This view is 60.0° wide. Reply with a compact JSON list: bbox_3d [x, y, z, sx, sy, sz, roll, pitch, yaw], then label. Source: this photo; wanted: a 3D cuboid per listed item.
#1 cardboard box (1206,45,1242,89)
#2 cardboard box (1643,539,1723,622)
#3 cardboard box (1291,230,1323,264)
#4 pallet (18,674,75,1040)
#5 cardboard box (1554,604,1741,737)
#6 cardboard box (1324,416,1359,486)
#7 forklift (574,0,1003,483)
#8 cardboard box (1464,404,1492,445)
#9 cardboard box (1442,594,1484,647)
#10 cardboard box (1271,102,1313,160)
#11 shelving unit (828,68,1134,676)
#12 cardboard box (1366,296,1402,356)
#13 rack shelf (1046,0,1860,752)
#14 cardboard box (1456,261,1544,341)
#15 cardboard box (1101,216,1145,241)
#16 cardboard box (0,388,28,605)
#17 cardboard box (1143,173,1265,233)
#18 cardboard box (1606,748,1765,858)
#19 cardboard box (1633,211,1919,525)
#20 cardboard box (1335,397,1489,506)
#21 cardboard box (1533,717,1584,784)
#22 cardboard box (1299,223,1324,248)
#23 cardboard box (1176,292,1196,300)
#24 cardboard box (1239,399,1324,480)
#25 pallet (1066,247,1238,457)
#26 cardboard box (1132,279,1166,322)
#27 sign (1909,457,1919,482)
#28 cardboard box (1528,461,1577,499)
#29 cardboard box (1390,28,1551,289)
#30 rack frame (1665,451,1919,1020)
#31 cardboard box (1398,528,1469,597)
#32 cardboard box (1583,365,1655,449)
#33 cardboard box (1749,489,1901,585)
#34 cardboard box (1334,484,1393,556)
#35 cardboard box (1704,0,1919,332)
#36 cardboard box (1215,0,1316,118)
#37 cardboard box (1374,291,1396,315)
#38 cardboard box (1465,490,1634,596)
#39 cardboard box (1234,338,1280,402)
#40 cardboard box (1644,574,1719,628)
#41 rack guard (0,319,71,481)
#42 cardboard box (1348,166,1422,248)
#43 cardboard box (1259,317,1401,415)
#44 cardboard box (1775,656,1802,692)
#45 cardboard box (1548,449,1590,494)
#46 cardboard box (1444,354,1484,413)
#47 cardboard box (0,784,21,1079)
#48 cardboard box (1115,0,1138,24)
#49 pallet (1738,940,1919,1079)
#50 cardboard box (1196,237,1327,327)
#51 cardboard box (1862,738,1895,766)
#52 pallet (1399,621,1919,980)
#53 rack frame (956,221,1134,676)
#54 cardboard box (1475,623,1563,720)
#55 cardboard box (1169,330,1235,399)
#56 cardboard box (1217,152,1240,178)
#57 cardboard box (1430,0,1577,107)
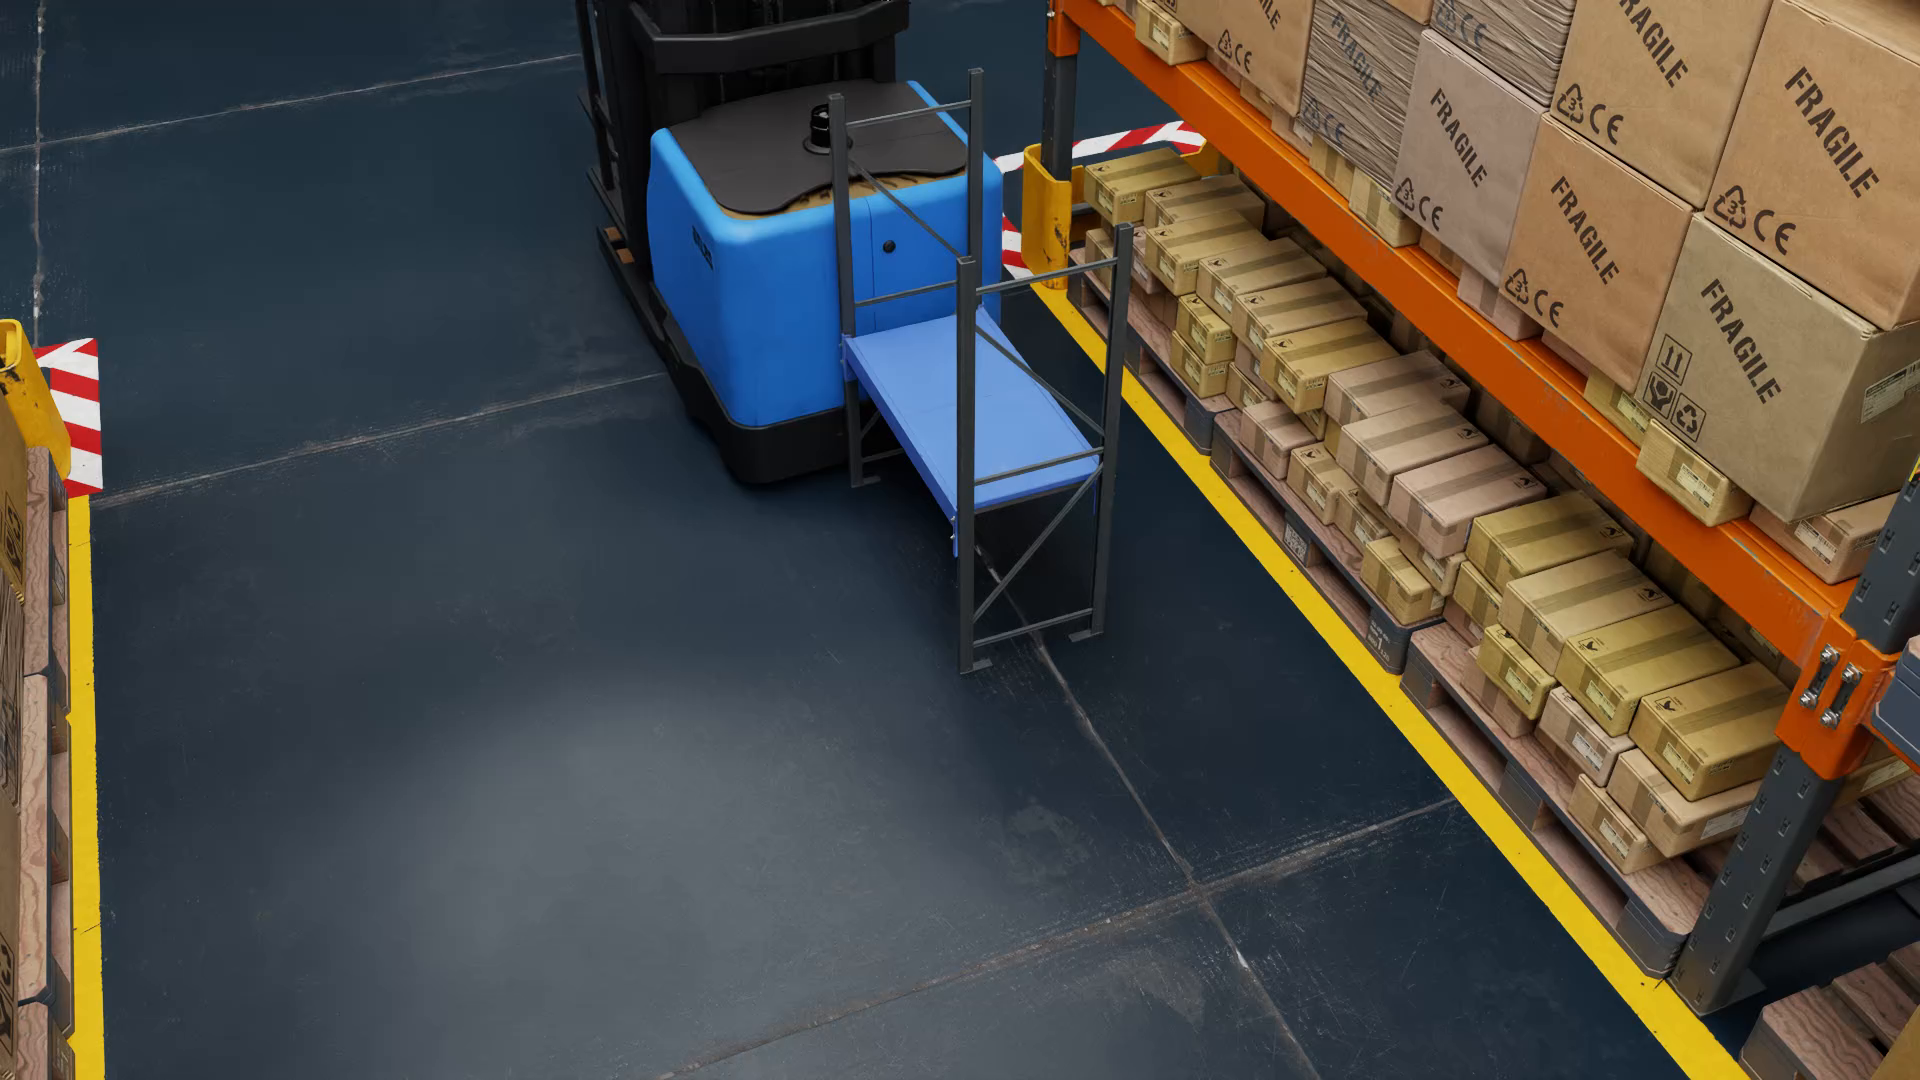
[{"bbox_3d":[1.055,-1.654,5.566,0.380,0.149,0.250,-13,42,-15],"label":"cardboard box"},{"bbox_3d":[2.216,0.059,4.789,0.380,0.149,0.250,-16,43,-17],"label":"cardboard box"},{"bbox_3d":[1.485,-1.099,6.363,0.380,0.149,0.250,-17,43,-19],"label":"cardboard box"},{"bbox_3d":[-2.961,0.963,4.469,1.003,0.211,1.213,-15,43,-17],"label":"pallet"},{"bbox_3d":[1.838,0.345,4.456,0.380,0.149,0.250,-15,43,-16],"label":"cardboard box"},{"bbox_3d":[1.434,-0.338,5.479,0.380,0.149,0.250,-13,42,-15],"label":"cardboard box"},{"bbox_3d":[-0.896,-2.274,6.147,1.130,2.935,3.031,-16,43,-18],"label":"forklift"},{"bbox_3d":[1.907,-0.472,5.635,0.380,0.149,0.250,-15,43,-16],"label":"cardboard box"},{"bbox_3d":[1.713,0.204,5.077,0.380,0.149,0.250,-16,43,-18],"label":"cardboard box"},{"bbox_3d":[1.204,-1.329,5.188,0.380,0.149,0.250,-16,43,-18],"label":"cardboard box"},{"bbox_3d":[0.033,-0.517,5.201,0.538,1.500,1.048,-15,43,-17],"label":"shelving unit"},{"bbox_3d":[1.695,-0.790,6.004,0.380,0.149,0.250,-14,43,-16],"label":"cardboard box"},{"bbox_3d":[1.584,-0.989,5.152,1.077,0.370,4.000,-15,43,-17],"label":"rack shelf"},{"bbox_3d":[1.570,-0.697,4.453,0.380,0.149,0.250,-17,43,-19],"label":"cardboard box"},{"bbox_3d":[0.782,-1.278,6.572,0.380,0.149,0.250,-13,42,-15],"label":"cardboard box"},{"bbox_3d":[-3.484,-0.278,5.081,0.875,0.875,0.875,-15,43,-17],"label":"cardboard box"},{"bbox_3d":[0.922,-1.234,6.293,0.380,0.149,0.250,-14,43,-16],"label":"cardboard box"},{"bbox_3d":[1.935,0.641,4.340,0.380,0.149,0.250,-14,43,-16],"label":"cardboard box"},{"bbox_3d":[1.903,-0.429,3.643,0.500,0.500,0.500,-15,43,-17],"label":"cardboard box"},{"bbox_3d":[1.406,-0.278,5.181,0.380,0.149,0.250,-17,43,-18],"label":"cardboard box"},{"bbox_3d":[1.862,0.536,4.691,0.380,0.149,0.250,-14,43,-16],"label":"cardboard box"},{"bbox_3d":[1.515,-1.225,6.282,0.380,0.149,0.250,-16,43,-18],"label":"cardboard box"},{"bbox_3d":[1.010,-0.974,6.218,0.380,0.149,0.250,-15,43,-16],"label":"cardboard box"},{"bbox_3d":[1.198,-0.382,5.758,0.380,0.149,0.250,-17,44,-19],"label":"cardboard box"},{"bbox_3d":[1.126,-0.866,6.595,1.003,0.211,1.213,-15,43,-17],"label":"pallet"},{"bbox_3d":[0.899,-1.013,6.491,0.380,0.149,0.250,-15,43,-17],"label":"cardboard box"},{"bbox_3d":[1.851,-0.246,3.071,0.100,0.325,0.005,-15,43,-17],"label":"sign"},{"bbox_3d":[2.016,-0.149,5.259,0.380,0.149,0.250,-13,42,-15],"label":"cardboard box"},{"bbox_3d":[1.517,-1.042,4.356,0.500,0.500,0.500,-15,43,-17],"label":"cardboard box"},{"bbox_3d":[2.349,-0.057,3.516,1.000,3.000,0.127,-15,43,-17],"label":"rack frame"},{"bbox_3d":[1.580,0.000,5.086,0.380,0.149,0.250,-14,43,-16],"label":"cardboard box"},{"bbox_3d":[1.778,-0.380,4.084,0.380,0.149,0.250,-13,42,-15],"label":"cardboard box"},{"bbox_3d":[2.024,-0.076,3.730,0.380,0.149,0.250,-16,43,-17],"label":"cardboard box"},{"bbox_3d":[1.451,-0.084,5.412,0.380,0.149,0.250,-14,43,-16],"label":"cardboard box"},{"bbox_3d":[1.920,-0.803,3.311,0.500,0.500,0.500,-17,43,-18],"label":"cardboard box"},{"bbox_3d":[1.140,-1.664,5.080,0.500,0.500,0.500,-15,43,-16],"label":"cardboard box"},{"bbox_3d":[1.710,-0.905,5.910,0.380,0.149,0.250,-14,43,-15],"label":"cardboard box"},{"bbox_3d":[1.709,0.021,4.833,0.380,0.149,0.250,-14,43,-15],"label":"cardboard box"},{"bbox_3d":[1.197,-0.656,5.849,0.380,0.149,0.250,-17,44,-19],"label":"cardboard box"},{"bbox_3d":[2.200,0.186,4.870,0.380,0.149,0.250,-15,43,-17],"label":"cardboard box"},{"bbox_3d":[-3.812,-0.357,5.782,1.175,0.500,0.348,-15,43,-17],"label":"rack guard"},{"bbox_3d":[1.359,-1.000,4.805,0.380,0.149,0.250,-14,43,-16],"label":"cardboard box"},{"bbox_3d":[1.227,-0.583,5.535,0.380,0.149,0.250,-14,43,-16],"label":"cardboard box"},{"bbox_3d":[2.409,0.380,4.416,0.380,0.149,0.250,-13,42,-15],"label":"cardboard box"},{"bbox_3d":[2.073,-0.266,5.167,0.380,0.149,0.250,-14,43,-16],"label":"cardboard box"},{"bbox_3d":[1.835,-0.568,5.518,0.380,0.149,0.250,-15,43,-17],"label":"cardboard box"},{"bbox_3d":[-2.795,0.806,3.820,0.875,0.875,0.875,-15,43,-17],"label":"cardboard box"},{"bbox_3d":[0.776,-1.952,5.912,0.380,0.149,0.250,-14,43,-15],"label":"cardboard box"},{"bbox_3d":[2.649,1.469,3.880,1.003,0.211,1.213,-15,43,-17],"label":"pallet"},{"bbox_3d":[1.071,-0.922,5.930,0.380,0.149,0.250,-17,44,-19],"label":"cardboard box"},{"bbox_3d":[2.506,0.453,4.559,0.380,0.149,0.250,-13,42,-15],"label":"cardboard box"},{"bbox_3d":[2.060,0.604,4.886,1.003,0.211,1.213,-15,43,-17],"label":"pallet"},{"bbox_3d":[0.227,-0.211,4.845,0.500,1.500,0.032,-15,43,-17],"label":"rack frame"},{"bbox_3d":[1.701,0.324,4.709,0.380,0.149,0.250,-17,43,-18],"label":"cardboard box"},{"bbox_3d":[0.997,-0.683,6.108,0.380,0.149,0.250,-15,43,-16],"label":"cardboard box"},{"bbox_3d":[1.256,-1.515,6.619,0.380,0.149,0.250,-15,43,-16],"label":"cardboard box"},{"bbox_3d":[1.534,-1.425,4.035,0.500,0.500,0.500,-14,43,-16],"label":"cardboard box"}]
